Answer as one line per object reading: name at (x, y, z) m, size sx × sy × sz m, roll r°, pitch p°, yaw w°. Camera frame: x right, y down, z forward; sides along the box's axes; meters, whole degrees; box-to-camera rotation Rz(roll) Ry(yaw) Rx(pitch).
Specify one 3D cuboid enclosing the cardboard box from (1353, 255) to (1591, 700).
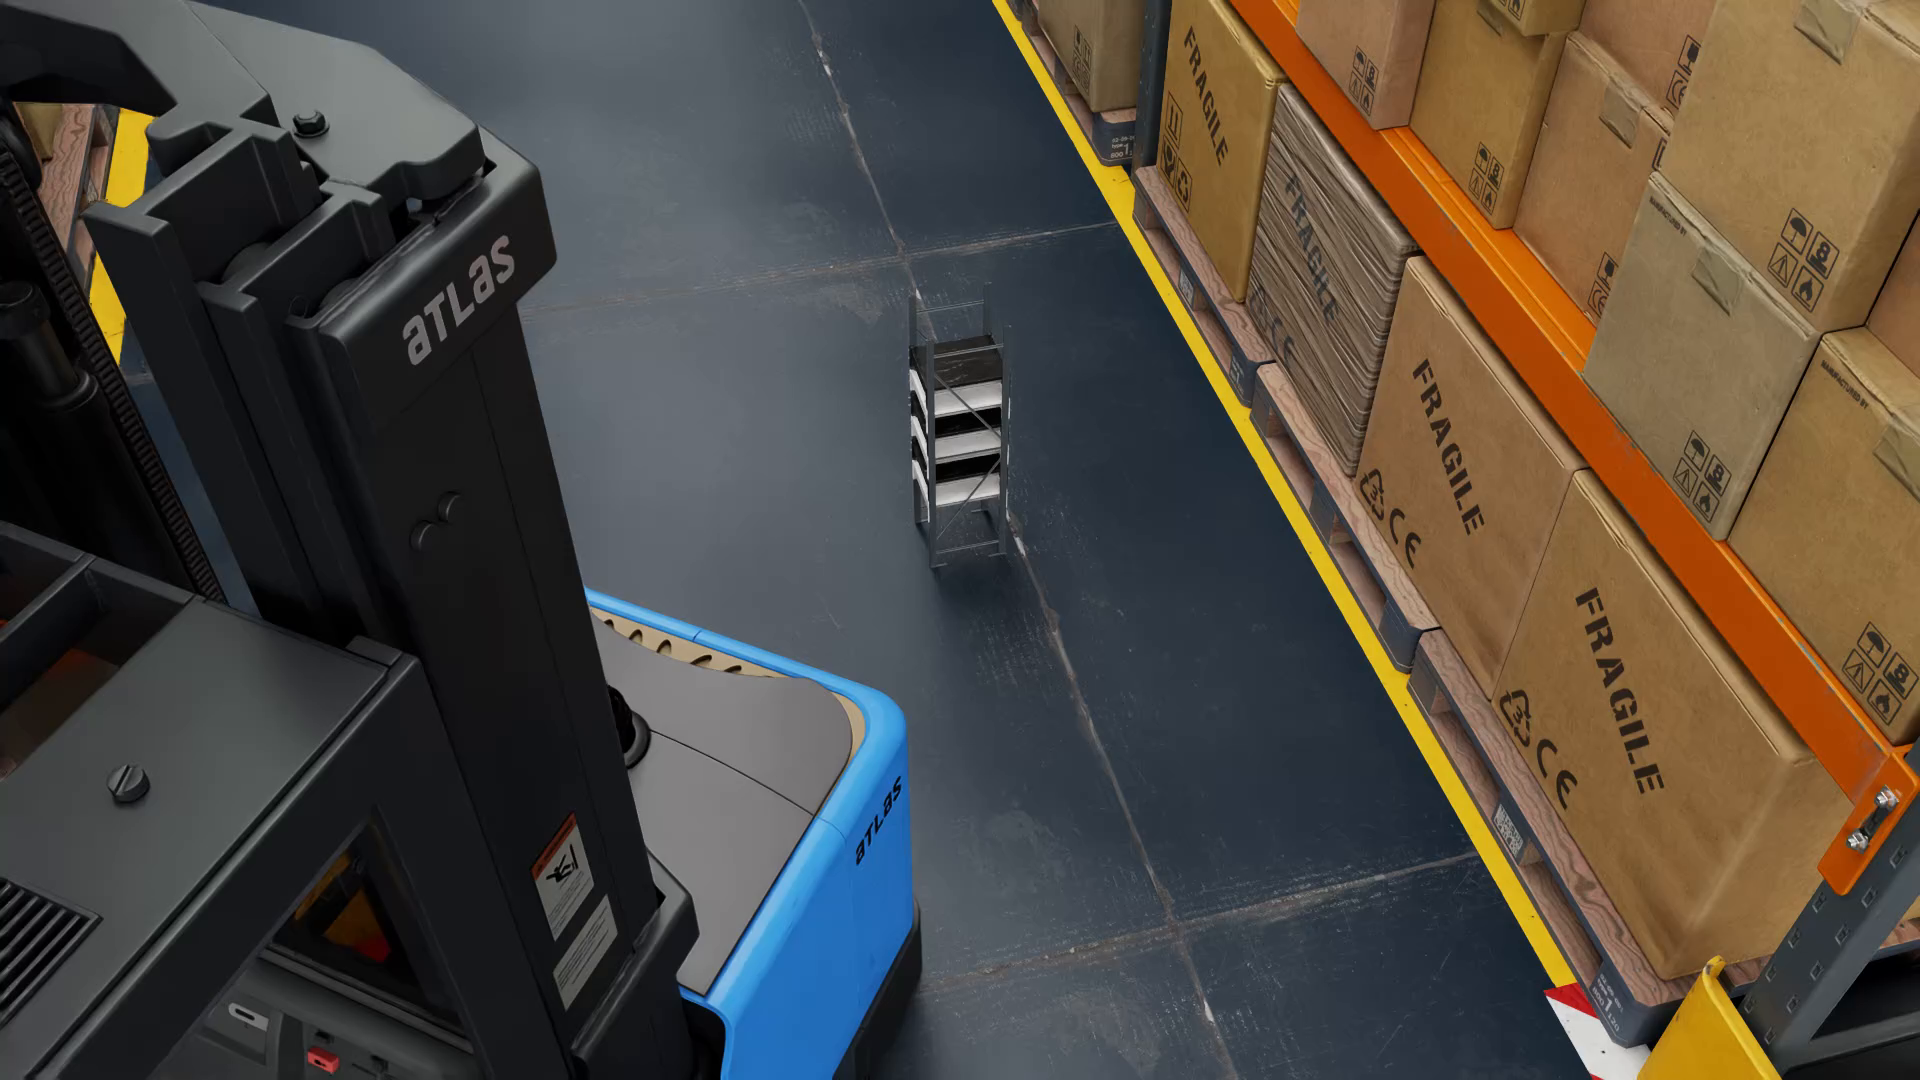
cardboard box at (1.739, -0.244, 4.583) m, size 0.875 × 0.875 × 0.875 m, roll -11°, pitch 47°, yaw -11°

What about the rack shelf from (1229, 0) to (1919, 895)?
rack shelf at (1.692, -0.907, 4.542) m, size 1.077 × 0.370 × 4.000 m, roll -11°, pitch 47°, yaw -10°

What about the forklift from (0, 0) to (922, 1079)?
forklift at (-1.155, 0.878, 2.337) m, size 1.130 × 2.935 × 3.031 m, roll 18°, pitch 48°, yaw 17°

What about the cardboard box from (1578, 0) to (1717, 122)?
cardboard box at (1.904, -1.246, 3.510) m, size 0.875 × 0.550 × 0.550 m, roll -11°, pitch 47°, yaw -10°

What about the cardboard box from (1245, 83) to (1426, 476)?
cardboard box at (1.508, -0.874, 5.200) m, size 0.875 × 0.875 × 0.875 m, roll -10°, pitch 46°, yaw -10°

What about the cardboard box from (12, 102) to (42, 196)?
cardboard box at (-3.777, -1.409, 5.973) m, size 0.700 × 0.500 × 0.500 m, roll -14°, pitch 47°, yaw -13°

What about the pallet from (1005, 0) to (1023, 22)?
pallet at (0.594, -2.926, 7.970) m, size 1.003 × 0.211 × 1.213 m, roll -11°, pitch 47°, yaw -10°

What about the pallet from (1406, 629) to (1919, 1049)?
pallet at (1.924, 0.660, 4.455) m, size 1.003 × 0.211 × 1.213 m, roll -11°, pitch 47°, yaw -10°

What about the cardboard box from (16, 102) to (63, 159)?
cardboard box at (-3.881, -1.742, 6.299) m, size 0.700 × 0.500 × 0.500 m, roll -11°, pitch 47°, yaw -11°

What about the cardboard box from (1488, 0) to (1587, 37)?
cardboard box at (1.643, -1.588, 3.845) m, size 0.875 × 0.550 × 0.500 m, roll -11°, pitch 47°, yaw -10°

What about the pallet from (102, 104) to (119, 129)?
pallet at (-4.157, -2.108, 7.168) m, size 1.003 × 0.211 × 1.213 m, roll -11°, pitch 47°, yaw -10°

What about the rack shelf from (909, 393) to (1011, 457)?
rack shelf at (-0.002, -0.360, 4.894) m, size 0.258 × 0.077 × 0.200 m, roll -11°, pitch 47°, yaw -10°

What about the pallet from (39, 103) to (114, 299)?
pallet at (-3.841, -1.264, 6.341) m, size 1.003 × 0.211 × 1.213 m, roll -11°, pitch 47°, yaw -10°

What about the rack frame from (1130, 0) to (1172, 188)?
rack frame at (1.180, -2.540, 5.639) m, size 1.000 × 3.000 × 0.127 m, roll -11°, pitch 47°, yaw -10°

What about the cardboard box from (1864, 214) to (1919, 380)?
cardboard box at (2.146, -0.472, 2.751) m, size 0.875 × 0.550 × 0.550 m, roll -11°, pitch 47°, yaw -10°

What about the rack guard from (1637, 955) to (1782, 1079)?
rack guard at (2.210, 1.114, 3.809) m, size 1.175 × 0.500 × 0.348 m, roll -11°, pitch 47°, yaw -10°

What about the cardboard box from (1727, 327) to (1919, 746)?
cardboard box at (2.065, -0.078, 3.122) m, size 0.875 × 0.550 × 0.550 m, roll -11°, pitch 47°, yaw -10°

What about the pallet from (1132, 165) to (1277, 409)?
pallet at (1.299, -1.024, 6.106) m, size 1.003 × 0.211 × 1.213 m, roll -11°, pitch 47°, yaw -10°

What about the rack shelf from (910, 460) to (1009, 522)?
rack shelf at (-0.002, -0.171, 5.086) m, size 0.258 × 0.077 × 0.200 m, roll -11°, pitch 47°, yaw -10°

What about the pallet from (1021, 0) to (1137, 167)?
pallet at (0.909, -2.083, 7.143) m, size 1.003 × 0.211 × 1.213 m, roll -11°, pitch 47°, yaw -10°

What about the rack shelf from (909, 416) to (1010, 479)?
rack shelf at (-0.002, -0.297, 4.958) m, size 0.258 × 0.077 × 0.200 m, roll -11°, pitch 47°, yaw -10°

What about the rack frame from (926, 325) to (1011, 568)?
rack frame at (0.024, -0.250, 4.865) m, size 0.240 × 0.900 × 0.006 m, roll -11°, pitch 47°, yaw -10°

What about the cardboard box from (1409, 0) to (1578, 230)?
cardboard box at (1.706, -1.222, 4.242) m, size 0.875 × 0.550 × 0.500 m, roll -11°, pitch 47°, yaw -10°

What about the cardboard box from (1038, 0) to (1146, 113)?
cardboard box at (0.934, -2.311, 6.696) m, size 1.050 × 0.750 × 0.750 m, roll -11°, pitch 47°, yaw -11°

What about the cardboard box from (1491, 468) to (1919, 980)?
cardboard box at (1.966, 0.363, 3.988) m, size 0.875 × 0.875 × 0.875 m, roll -10°, pitch 47°, yaw -10°

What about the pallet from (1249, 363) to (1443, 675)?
pallet at (1.615, -0.180, 5.279) m, size 1.003 × 0.211 × 1.213 m, roll -11°, pitch 47°, yaw -10°

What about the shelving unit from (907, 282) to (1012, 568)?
shelving unit at (-0.002, -0.321, 4.934) m, size 0.258 × 0.900 × 0.210 m, roll -11°, pitch 47°, yaw -10°

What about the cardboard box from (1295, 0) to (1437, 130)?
cardboard box at (1.473, -1.570, 4.583) m, size 0.875 × 0.550 × 0.550 m, roll -11°, pitch 47°, yaw -10°

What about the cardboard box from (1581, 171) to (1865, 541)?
cardboard box at (1.903, -0.454, 3.490) m, size 0.875 × 0.550 × 0.550 m, roll -11°, pitch 47°, yaw -10°

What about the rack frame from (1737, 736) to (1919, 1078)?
rack frame at (2.201, 0.223, 2.932) m, size 0.949 × 2.616 × 0.053 m, roll -11°, pitch 47°, yaw -10°

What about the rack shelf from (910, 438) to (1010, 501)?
rack shelf at (-0.002, -0.234, 5.022) m, size 0.258 × 0.077 × 0.200 m, roll -11°, pitch 47°, yaw -10°

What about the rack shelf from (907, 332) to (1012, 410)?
rack shelf at (-0.002, -0.486, 4.765) m, size 0.258 × 0.077 × 0.200 m, roll -11°, pitch 47°, yaw -10°

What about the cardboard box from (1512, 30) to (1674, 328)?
cardboard box at (1.881, -0.864, 3.891) m, size 0.875 × 0.550 × 0.550 m, roll -11°, pitch 47°, yaw -10°

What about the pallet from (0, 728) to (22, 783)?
pallet at (-3.119, 0.575, 4.539) m, size 1.003 × 0.211 × 1.213 m, roll -11°, pitch 47°, yaw -10°

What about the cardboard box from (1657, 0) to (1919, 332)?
cardboard box at (1.916, -0.835, 3.107) m, size 0.875 × 0.550 × 0.550 m, roll -11°, pitch 47°, yaw -10°

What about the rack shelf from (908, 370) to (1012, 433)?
rack shelf at (-0.002, -0.423, 4.829) m, size 0.258 × 0.077 × 0.200 m, roll -11°, pitch 47°, yaw -10°

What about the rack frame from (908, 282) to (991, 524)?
rack frame at (-0.028, -0.391, 5.003) m, size 0.240 × 0.900 × 0.006 m, roll -11°, pitch 47°, yaw -10°

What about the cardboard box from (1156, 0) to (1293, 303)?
cardboard box at (1.273, -1.496, 5.809) m, size 0.875 × 0.875 × 0.875 m, roll -10°, pitch 46°, yaw -10°
